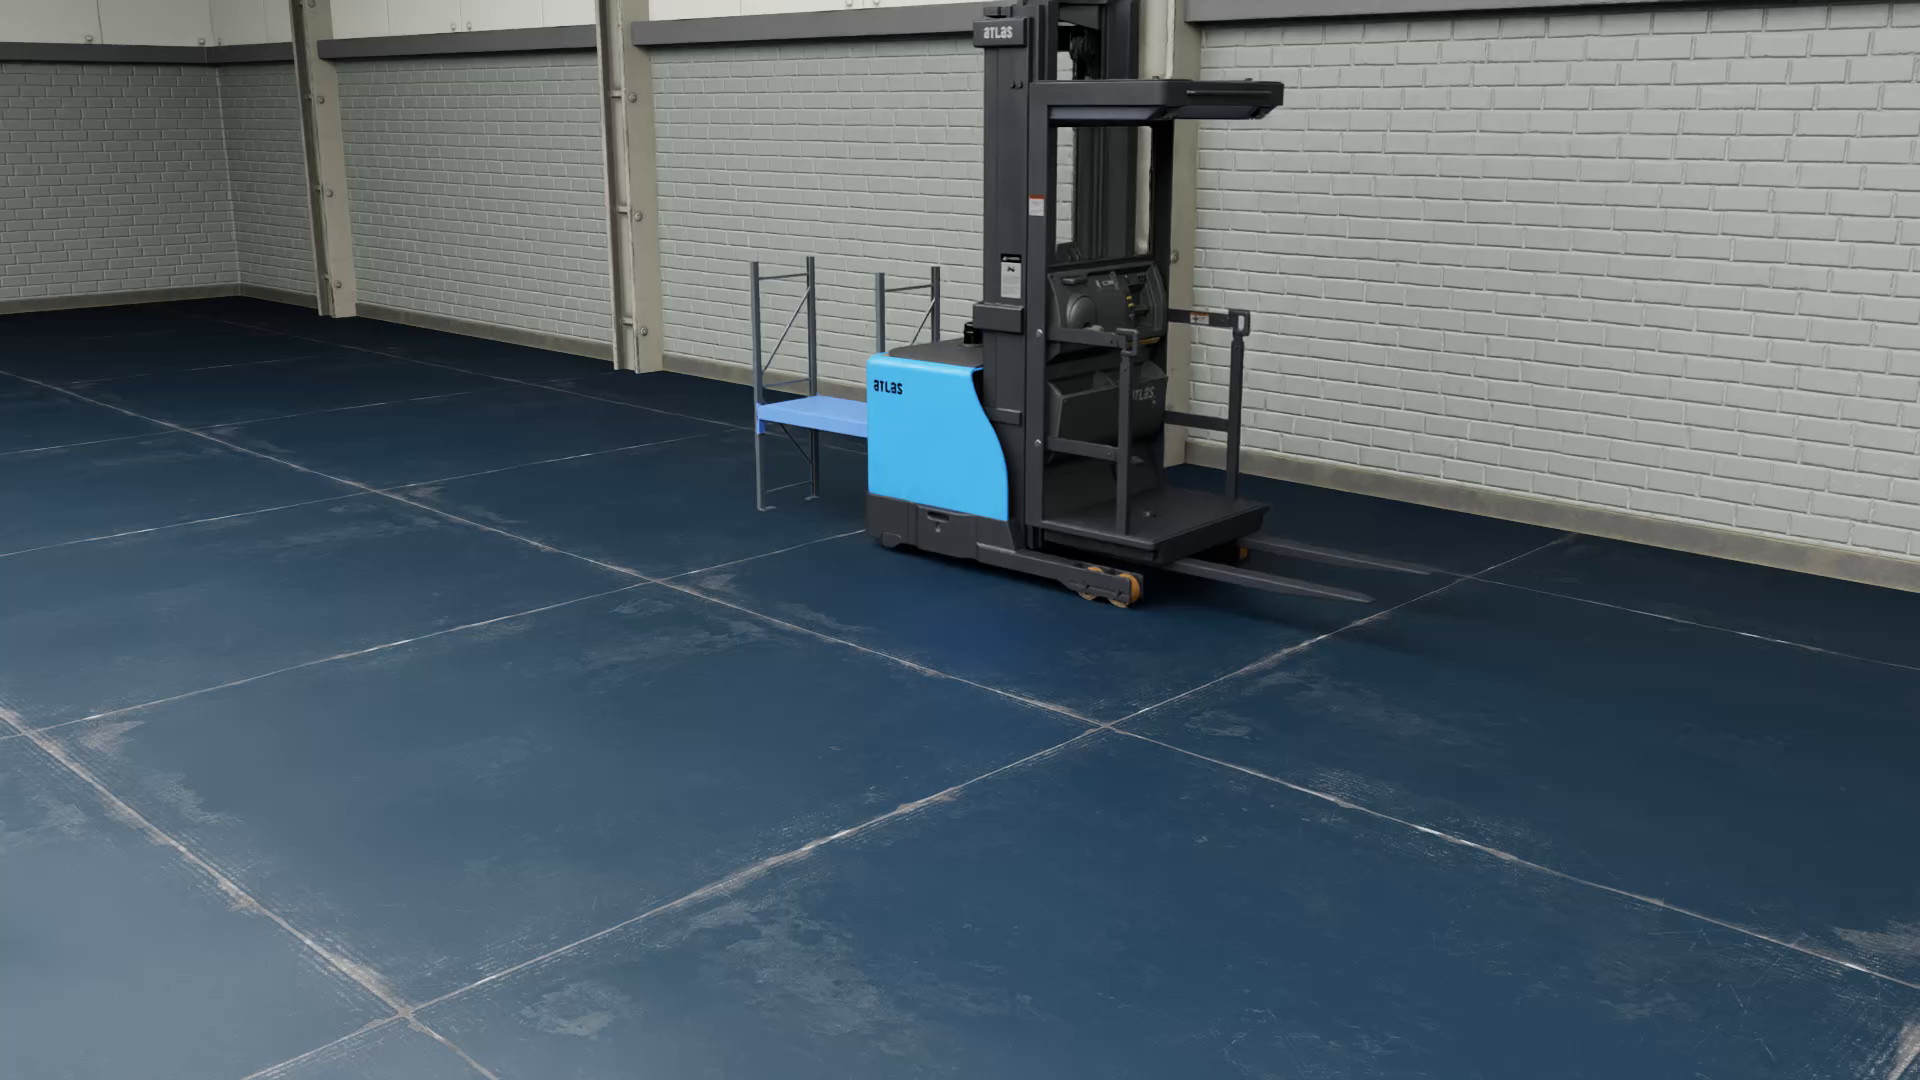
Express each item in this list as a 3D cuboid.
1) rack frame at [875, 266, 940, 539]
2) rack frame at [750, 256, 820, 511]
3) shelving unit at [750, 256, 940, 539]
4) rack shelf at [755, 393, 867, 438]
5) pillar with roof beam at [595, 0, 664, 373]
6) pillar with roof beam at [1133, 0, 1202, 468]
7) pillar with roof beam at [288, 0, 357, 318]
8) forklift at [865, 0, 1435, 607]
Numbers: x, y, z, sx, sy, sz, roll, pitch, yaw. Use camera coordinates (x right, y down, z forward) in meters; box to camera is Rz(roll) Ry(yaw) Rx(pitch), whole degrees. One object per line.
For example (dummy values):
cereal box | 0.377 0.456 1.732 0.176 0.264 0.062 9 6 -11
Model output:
rack frame | -0.290 -0.783 9.463 0.032 1.500 0.500 12 19 39
rack frame | -1.058 -0.951 10.108 0.032 1.500 0.500 12 19 39
shelving unit | -0.674 -0.867 9.785 1.048 1.500 0.538 12 19 39
rack shelf | -0.674 -0.693 9.831 1.000 0.185 0.538 12 19 39
pillar with roof beam | -5.985 -5.169 11.423 0.400 9.000 9.100 14 20 42
pillar with roof beam | -1.666 -4.119 7.393 0.400 9.000 9.100 14 20 42
pillar with roof beam | -10.304 -6.219 15.453 0.400 9.000 9.100 14 20 42
forklift | 0.917 -1.237 8.368 3.031 2.935 1.130 12 19 39
